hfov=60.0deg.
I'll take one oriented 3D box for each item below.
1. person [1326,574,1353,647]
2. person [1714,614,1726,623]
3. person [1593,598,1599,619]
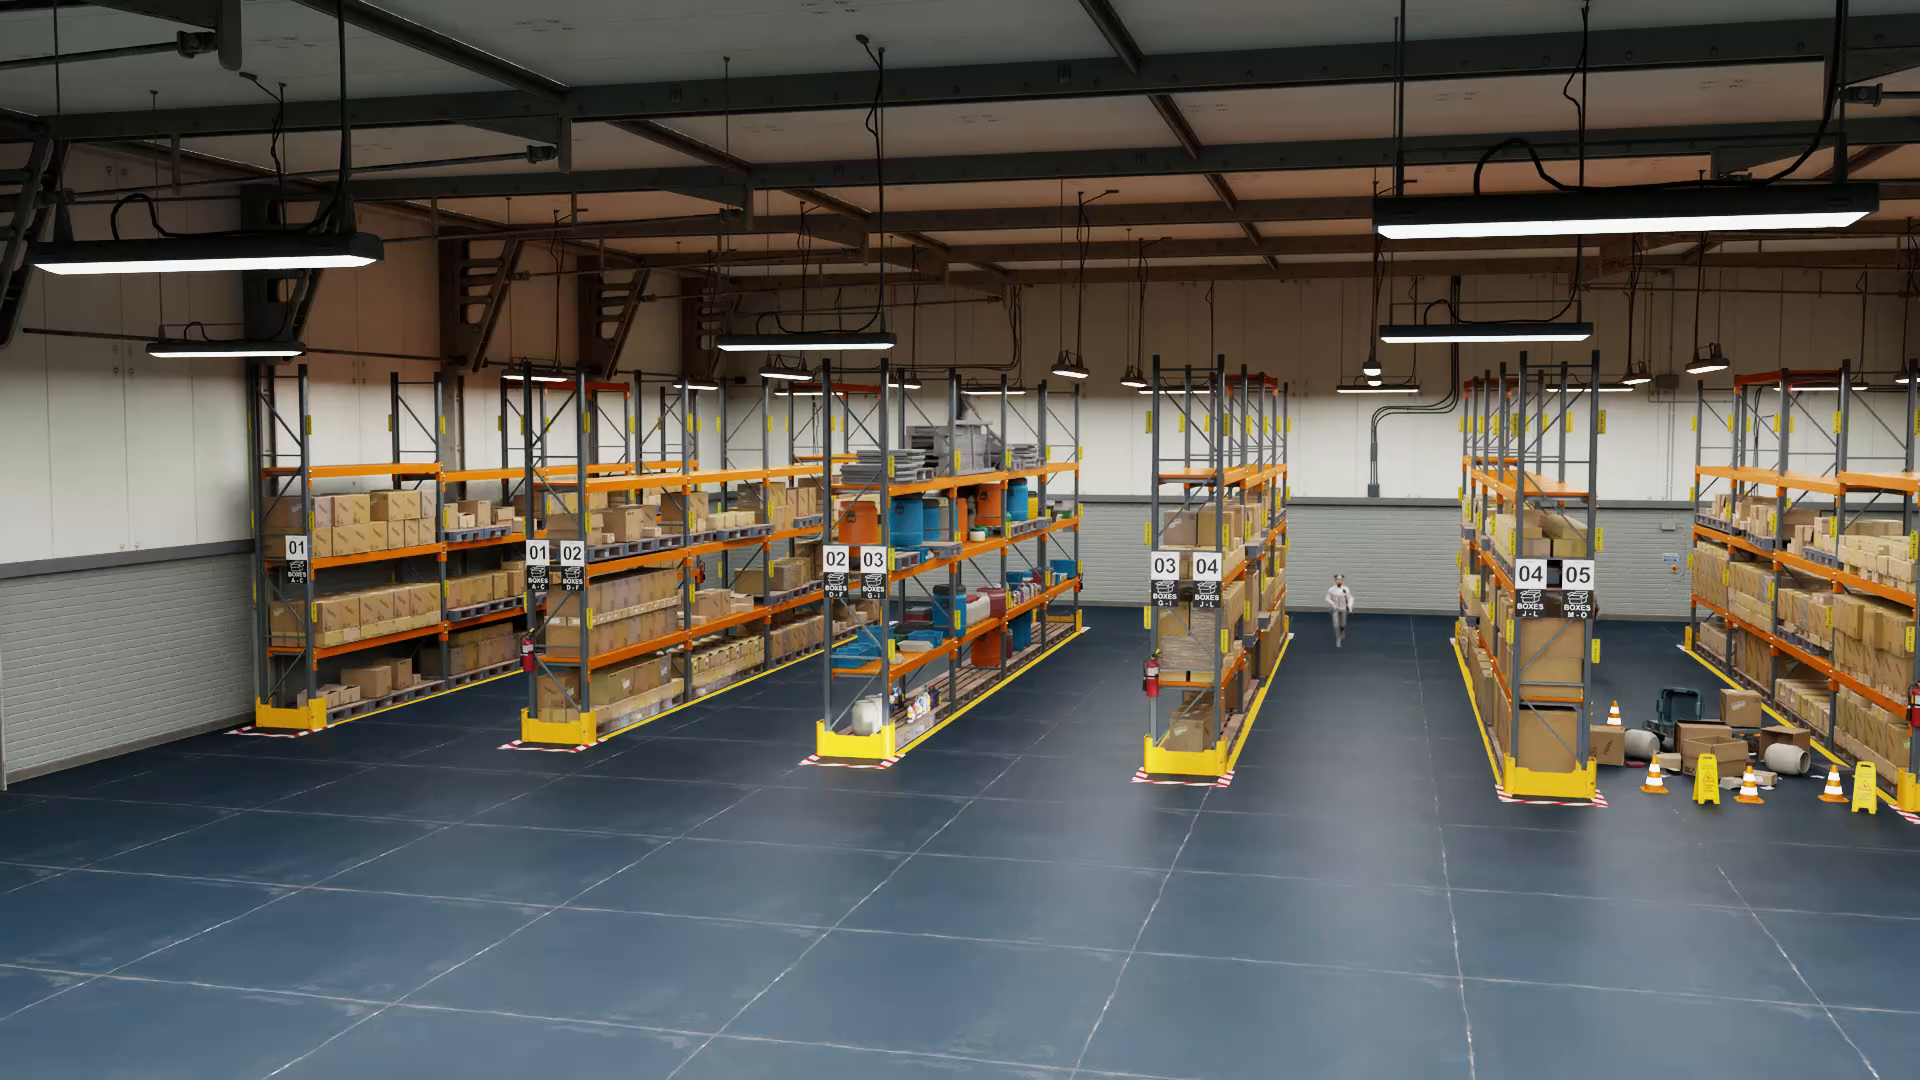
[{"bbox_3d":[8.588,1.588,37.649,0.612,1.658,0.524,1,4,11],"label":"person"},{"bbox_3d":[17.481,1.592,37.902,0.582,1.657,0.678,-4,6,-45],"label":"person"},{"bbox_3d":[12.894,1.732,34.627,0.711,1.750,0.885,1,4,10],"label":"person"}]
